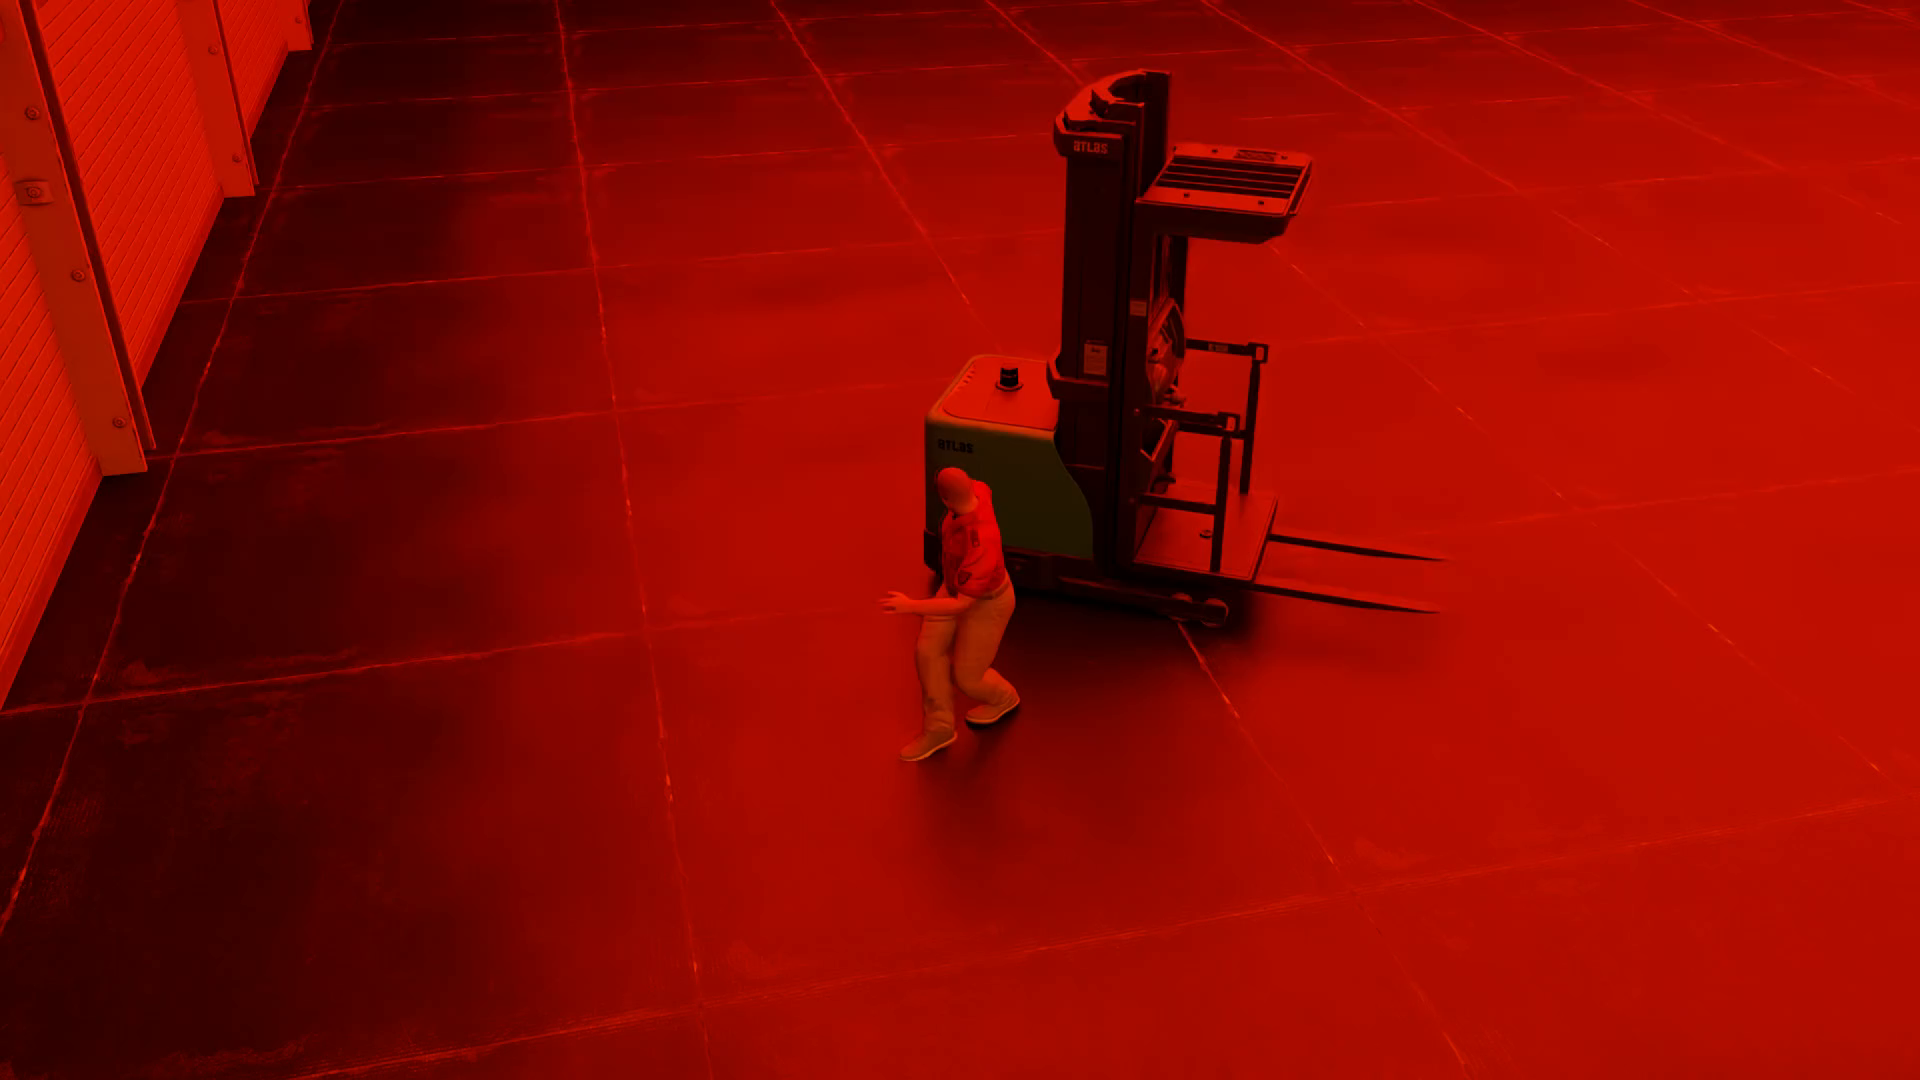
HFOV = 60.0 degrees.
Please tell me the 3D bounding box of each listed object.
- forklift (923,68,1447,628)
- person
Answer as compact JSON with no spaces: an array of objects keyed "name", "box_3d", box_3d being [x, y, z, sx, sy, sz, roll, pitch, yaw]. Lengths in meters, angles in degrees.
[{"name":"forklift","box_3d":[1.354,-1.060,9.406,3.031,2.935,1.130,9,31,15]},{"name":"person","box_3d":[-0.077,0.295,8.434,0.824,1.604,0.794,-15,33,-25]}]
